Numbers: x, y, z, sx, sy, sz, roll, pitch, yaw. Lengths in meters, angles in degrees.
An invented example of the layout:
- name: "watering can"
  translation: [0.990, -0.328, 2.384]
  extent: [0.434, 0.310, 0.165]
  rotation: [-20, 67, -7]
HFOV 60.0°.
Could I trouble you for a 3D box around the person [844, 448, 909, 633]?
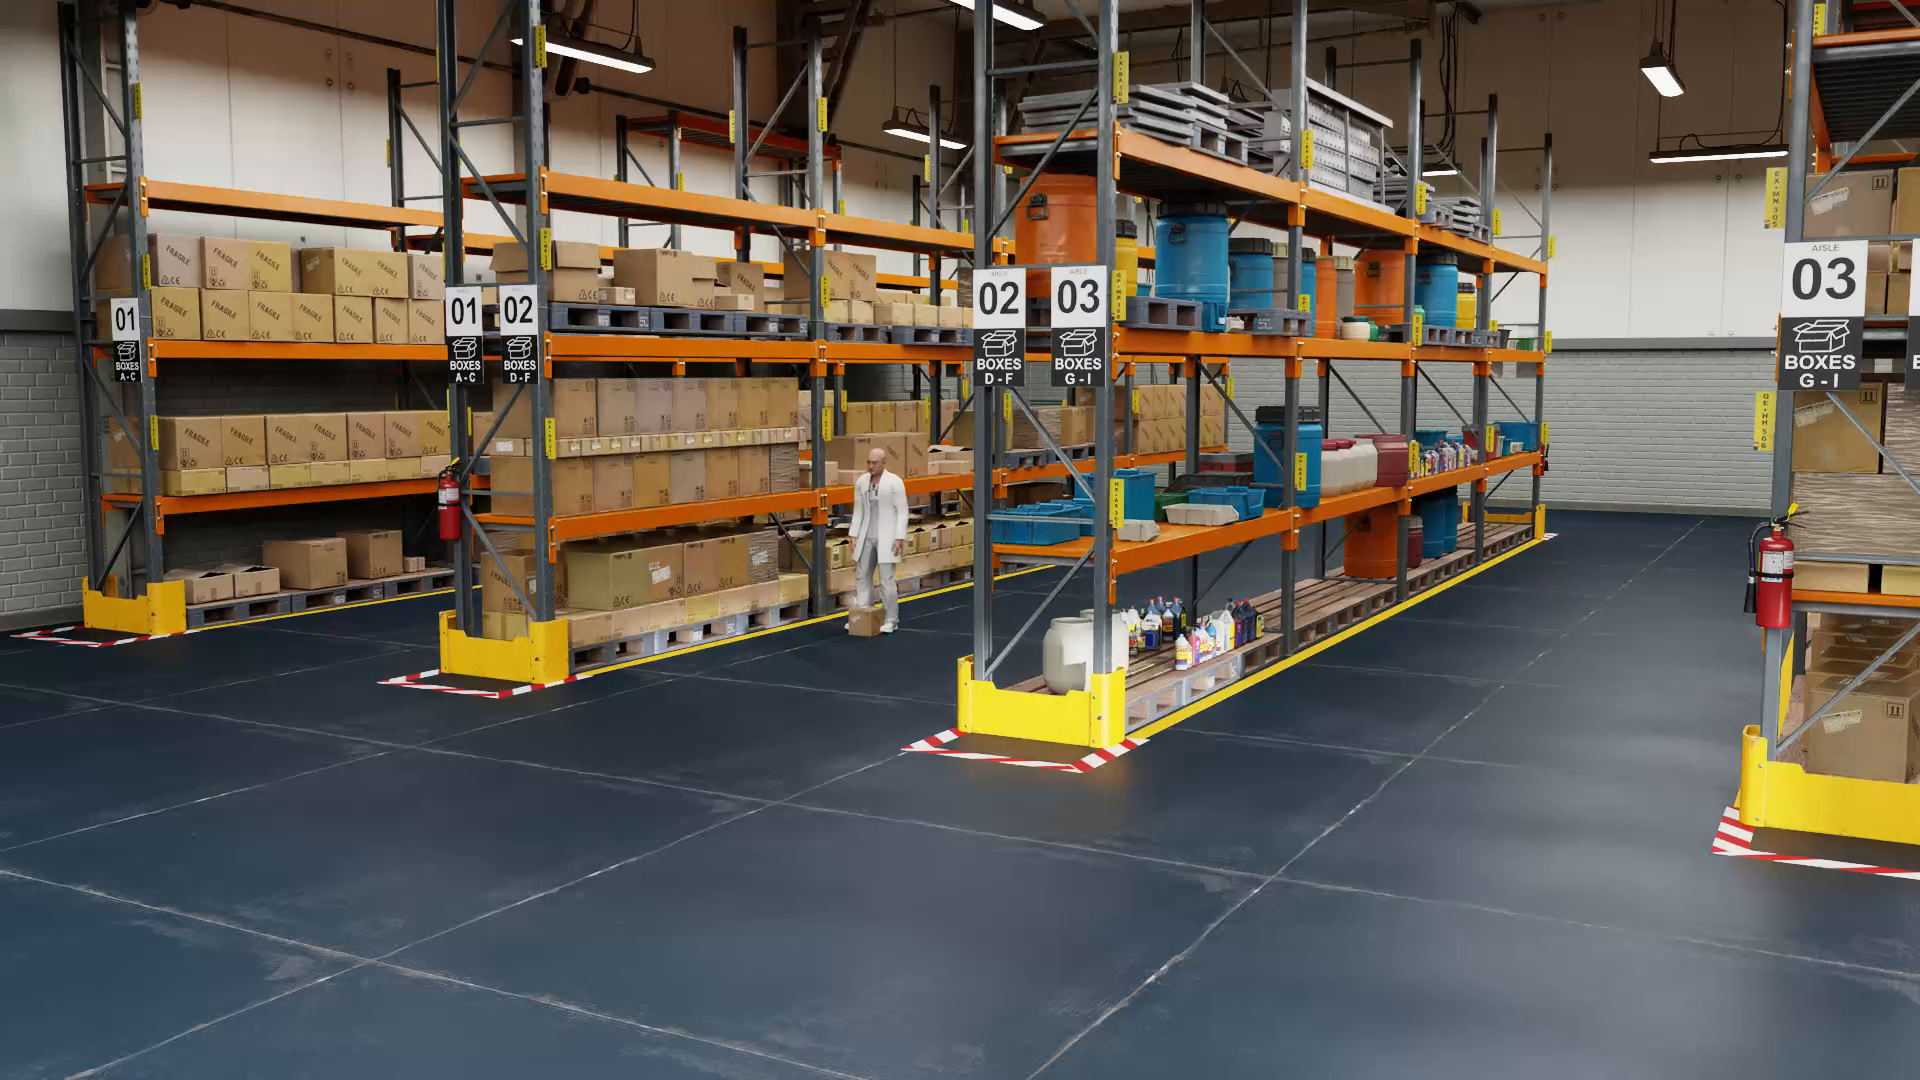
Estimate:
- name: "person"
  translation: [-0.795, -0.003, 16.091]
  extent: [0.644, 1.774, 0.424]
  rotation: [3, 7, 30]
